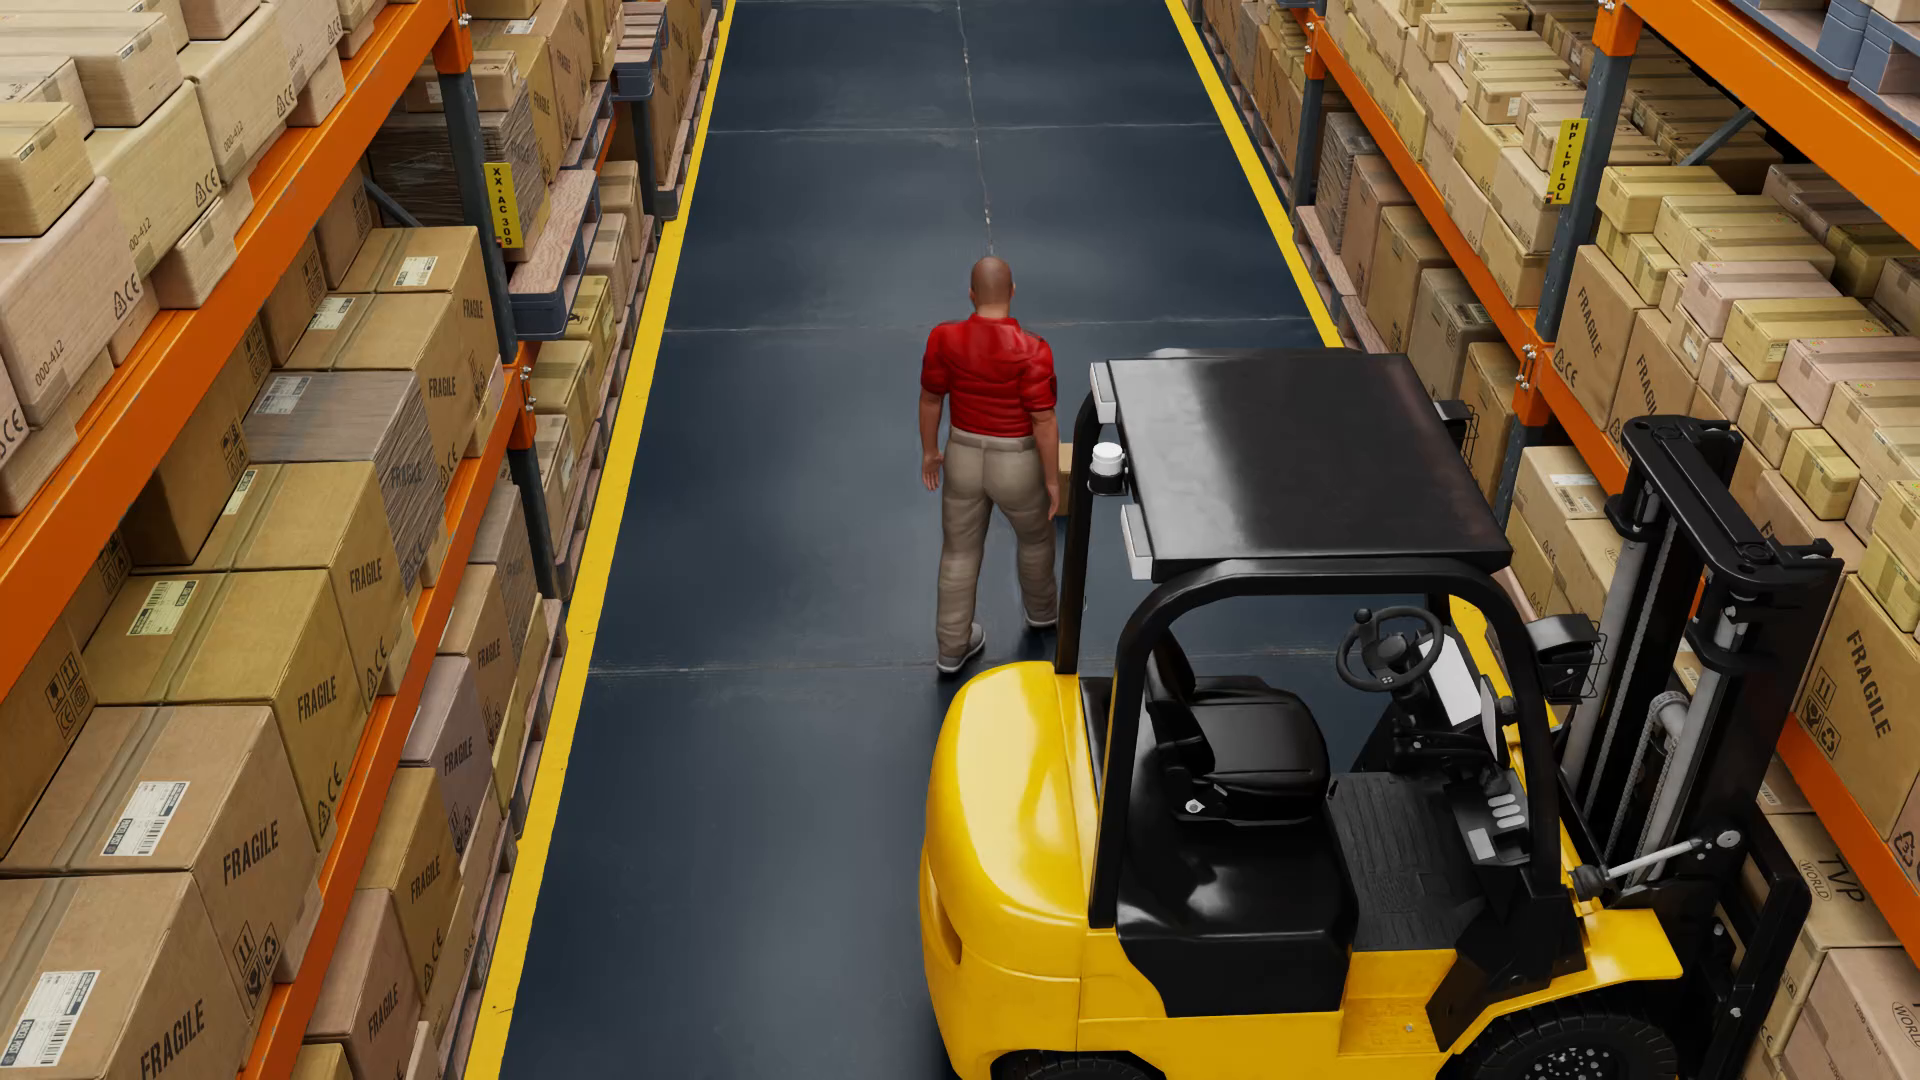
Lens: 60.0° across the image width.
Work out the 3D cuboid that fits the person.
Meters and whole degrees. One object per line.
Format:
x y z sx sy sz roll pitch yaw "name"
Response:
0.149 -0.293 6.594 0.639 1.735 0.716 12 37 16 "person"
